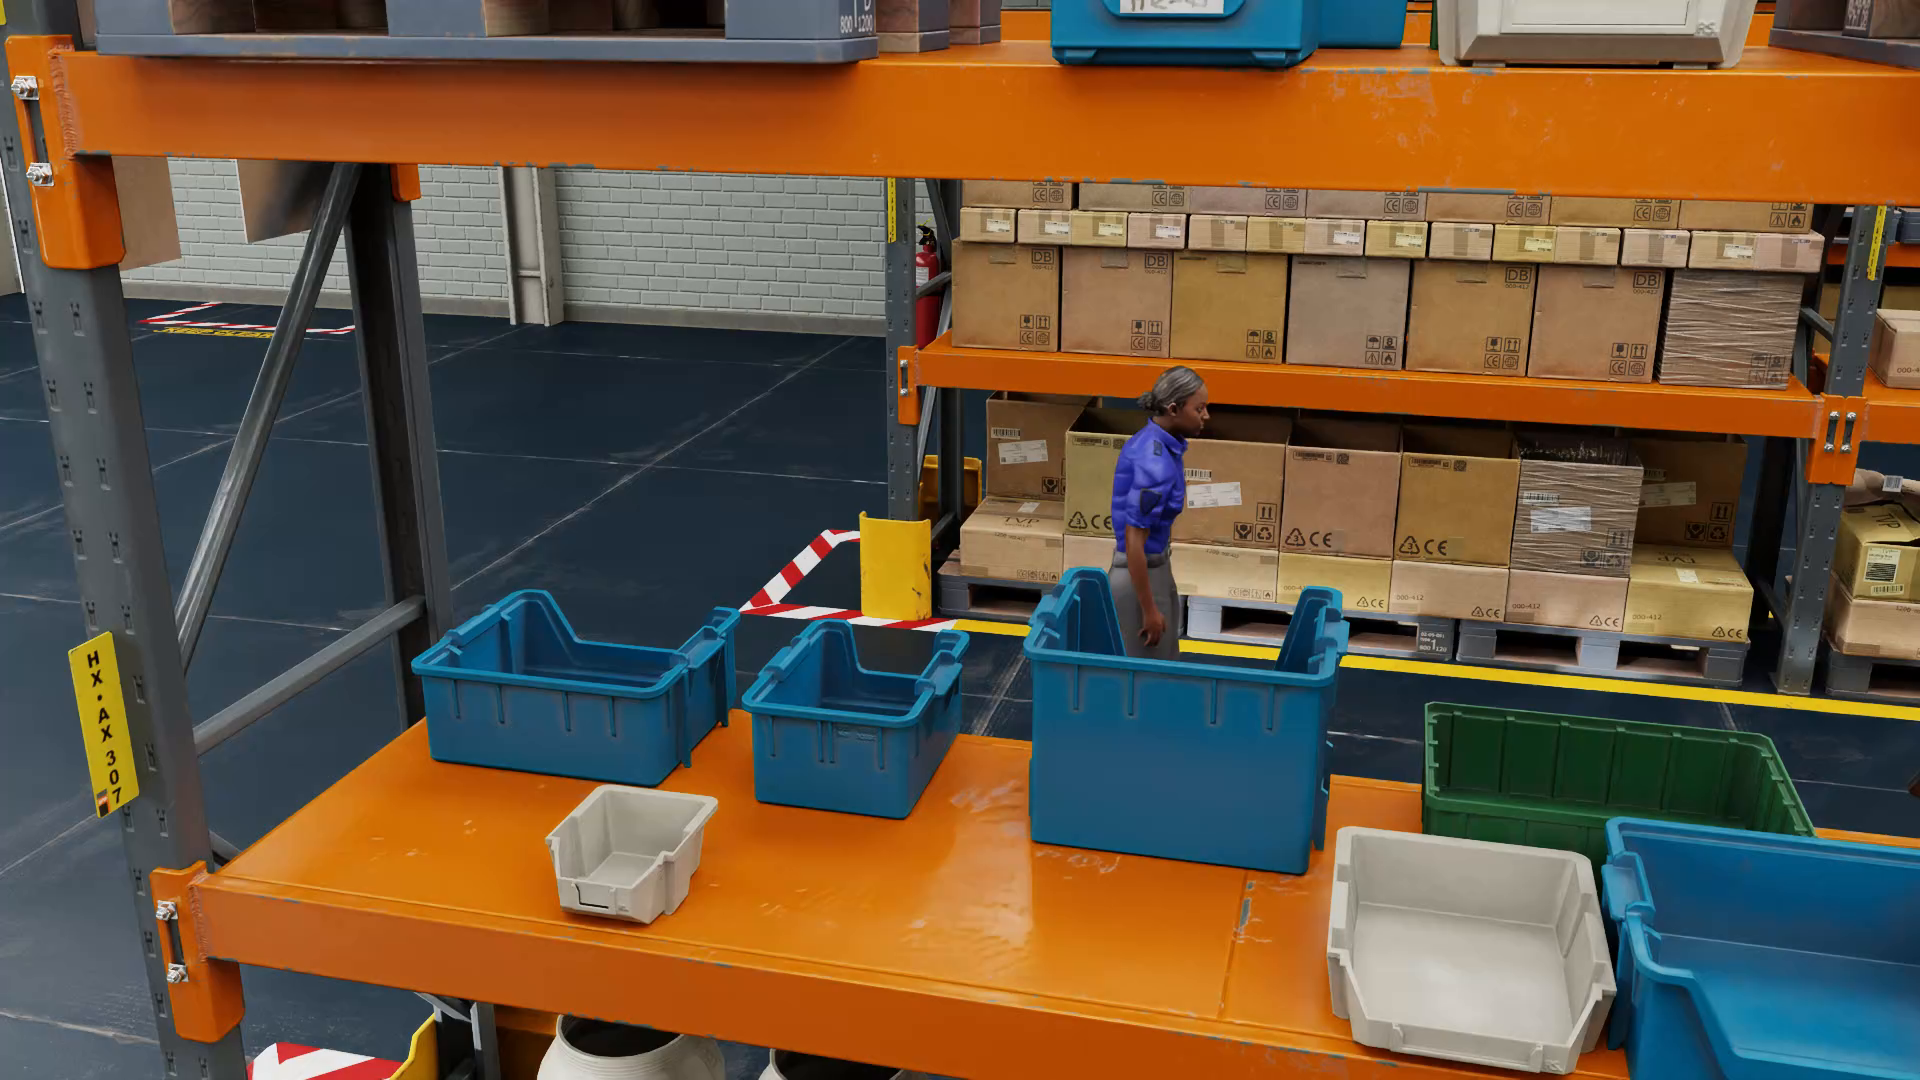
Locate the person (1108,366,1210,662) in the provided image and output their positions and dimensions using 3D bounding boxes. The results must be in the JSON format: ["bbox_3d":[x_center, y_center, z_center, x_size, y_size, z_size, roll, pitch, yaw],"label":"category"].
[{"bbox_3d":[0.693,0.185,6.010,0.353,1.654,0.517,4,19,13],"label":"person"}]
